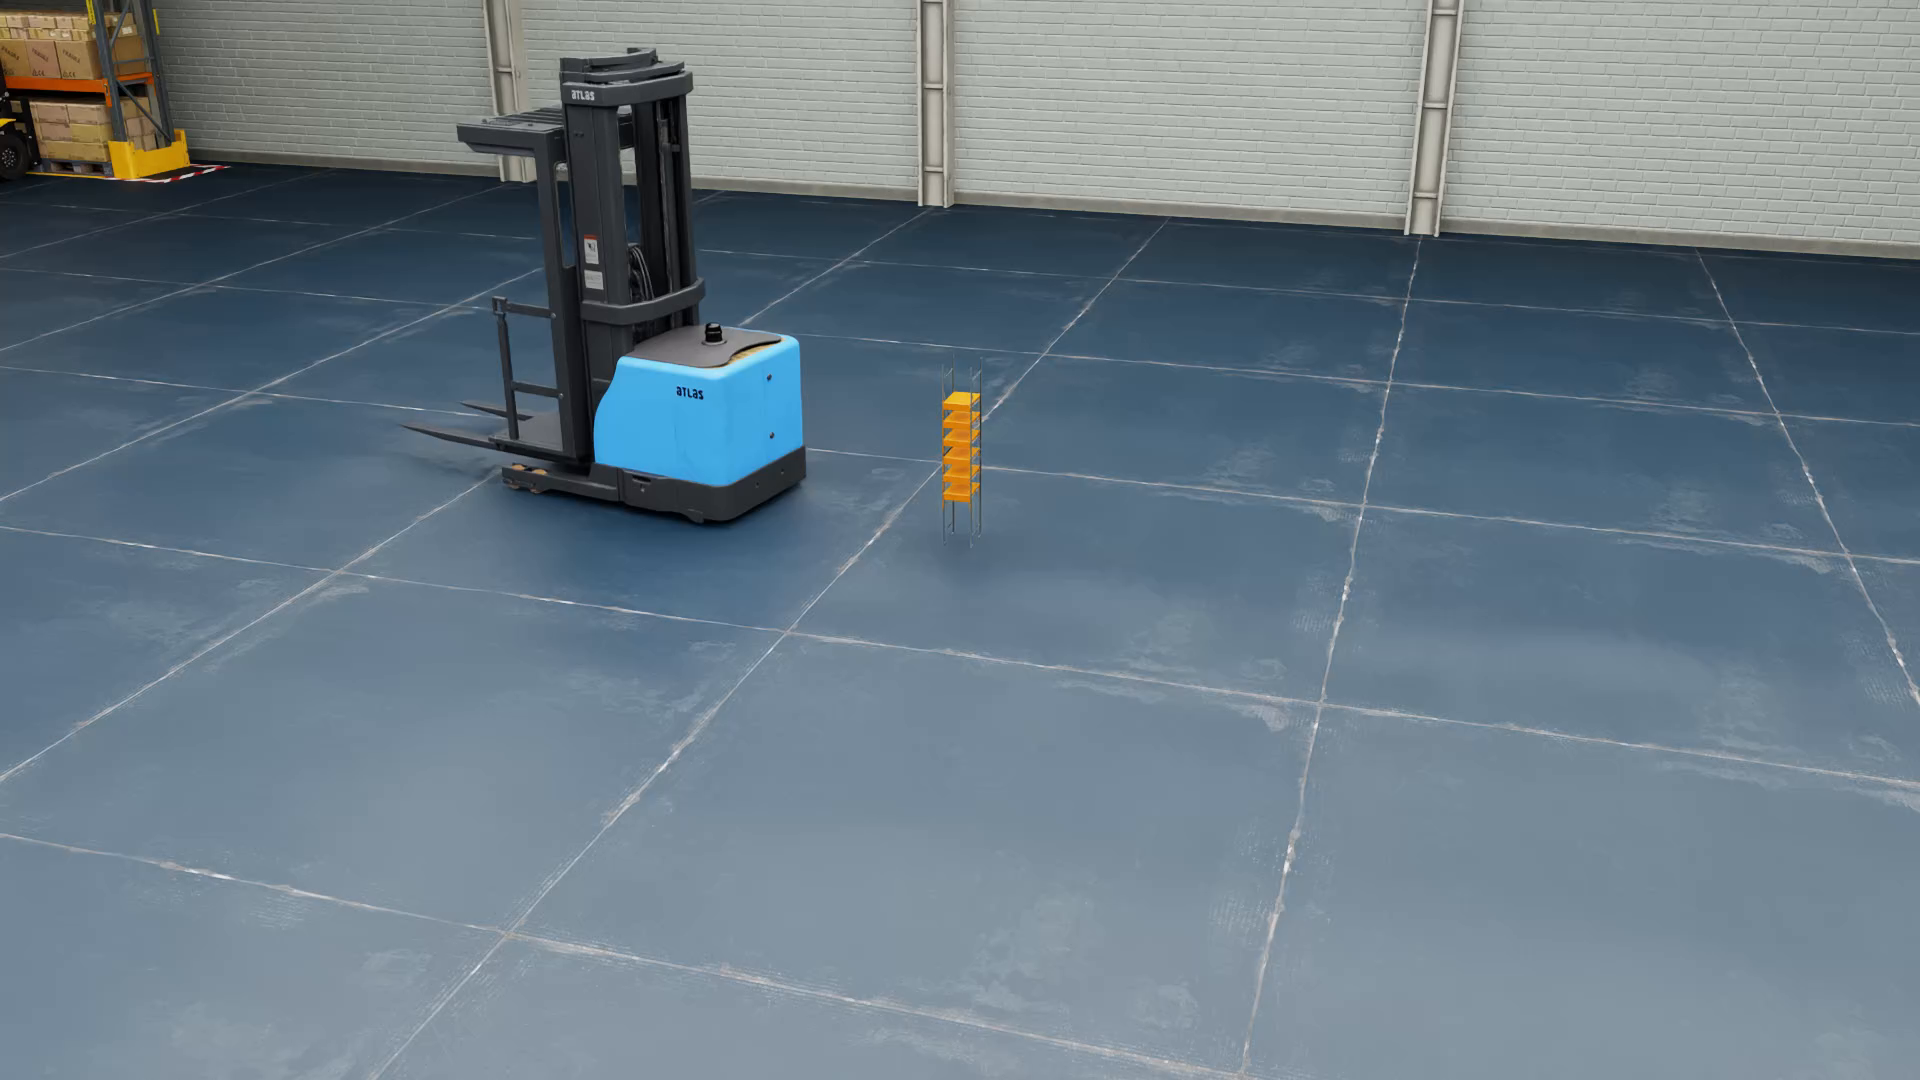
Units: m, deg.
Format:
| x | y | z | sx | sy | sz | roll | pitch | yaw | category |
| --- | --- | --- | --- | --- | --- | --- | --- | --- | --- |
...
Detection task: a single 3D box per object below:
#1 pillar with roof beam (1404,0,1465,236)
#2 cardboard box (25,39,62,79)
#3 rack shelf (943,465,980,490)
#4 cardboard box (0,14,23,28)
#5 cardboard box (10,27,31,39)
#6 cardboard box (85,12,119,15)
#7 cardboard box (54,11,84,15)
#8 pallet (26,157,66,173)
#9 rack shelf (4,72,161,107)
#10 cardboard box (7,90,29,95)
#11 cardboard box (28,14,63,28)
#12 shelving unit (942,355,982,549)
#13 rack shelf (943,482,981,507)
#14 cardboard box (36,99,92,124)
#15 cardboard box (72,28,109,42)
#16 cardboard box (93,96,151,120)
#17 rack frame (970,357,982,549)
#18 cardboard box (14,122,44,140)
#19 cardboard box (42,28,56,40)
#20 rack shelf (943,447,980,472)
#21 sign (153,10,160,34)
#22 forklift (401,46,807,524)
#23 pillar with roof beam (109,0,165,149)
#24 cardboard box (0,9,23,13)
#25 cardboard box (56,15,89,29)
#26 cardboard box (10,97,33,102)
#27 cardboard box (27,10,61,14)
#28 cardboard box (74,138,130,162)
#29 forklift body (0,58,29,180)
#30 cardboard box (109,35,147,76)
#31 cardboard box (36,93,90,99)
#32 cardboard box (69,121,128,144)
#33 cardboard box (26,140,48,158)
| x | y | z | sx | sy | sz | roll | pitch | yaw | category |
| --- | --- | --- | --- | --- | --- | --- | --- | --- | --- |
| 4.199 | -6.219 | 14.075 | 0.400 | 9.000 | 9.100 | 7 | 23 | 16 | pillar with roof beam |
| -12.425 | -6.642 | 22.879 | 0.500 | 0.500 | 0.500 | 7 | 23 | 17 | cardboard box |
| 0.014 | -0.401 | 10.601 | 0.180 | 0.103 | 0.258 | 7 | 23 | 16 | rack shelf |
| -13.038 | -7.128 | 22.815 | 0.250 | 0.149 | 0.380 | 7 | 23 | 17 | cardboard box |
| -12.784 | -6.971 | 22.826 | 0.250 | 0.149 | 0.380 | 6 | 23 | 14 | cardboard box |
| -11.880 | -7.228 | 23.059 | 0.250 | 0.149 | 0.380 | 7 | 23 | 17 | cardboard box |
| -12.374 | -7.273 | 23.170 | 0.250 | 0.149 | 0.380 | 7 | 23 | 16 | cardboard box |
| -13.292 | -5.490 | 23.877 | 1.213 | 0.211 | 1.003 | 7 | 23 | 15 | pallet |
| -13.298 | -6.464 | 23.523 | 4.000 | 0.370 | 1.077 | 7 | 23 | 16 | rack shelf |
| -13.716 | -6.307 | 23.944 | 0.500 | 0.250 | 0.500 | 7 | 23 | 16 | cardboard box |
| -12.508 | -7.113 | 22.780 | 0.250 | 0.149 | 0.380 | 7 | 23 | 16 | cardboard box |
| 0.014 | -0.554 | 10.538 | 0.189 | 1.200 | 0.258 | 7 | 23 | 16 | shelving unit |
| 0.014 | -0.290 | 10.646 | 0.180 | 0.103 | 0.258 | 7 | 23 | 16 | rack shelf |
| -12.405 | -5.953 | 23.083 | 0.500 | 0.250 | 0.500 | 7 | 23 | 16 | cardboard box |
| -11.796 | -6.860 | 22.555 | 0.250 | 0.149 | 0.380 | 7 | 23 | 16 | cardboard box |
| -11.789 | -6.084 | 23.401 | 0.500 | 0.250 | 0.500 | 6 | 23 | 15 | cardboard box |
| 0.101 | -0.543 | 10.514 | 0.006 | 1.200 | 0.240 | 7 | 23 | 16 | rack frame |
| -12.917 | -5.778 | 23.316 | 0.500 | 0.250 | 0.500 | 6 | 23 | 14 | cardboard box |
| -12.280 | -6.928 | 22.720 | 0.250 | 0.149 | 0.380 | 7 | 23 | 17 | cardboard box |
| 0.014 | -0.512 | 10.555 | 0.180 | 0.103 | 0.258 | 7 | 23 | 16 | rack shelf |
| -11.218 | -7.216 | 23.163 | 0.005 | 0.325 | 0.100 | 7 | 23 | 16 | sign |
| -2.625 | -1.844 | 11.402 | 3.031 | 2.935 | 1.130 | 11 | 25 | 25 | forklift |
| -13.033 | -8.193 | 18.885 | 0.400 | 9.000 | 9.100 | 7 | 23 | 16 | pillar with roof beam |
| -13.370 | -7.383 | 23.439 | 0.250 | 0.149 | 0.380 | 7 | 23 | 17 | cardboard box |
| -12.033 | -7.040 | 22.601 | 0.250 | 0.149 | 0.380 | 7 | 23 | 16 | cardboard box |
| -13.374 | -6.063 | 23.351 | 0.500 | 0.250 | 0.500 | 6 | 23 | 14 | cardboard box |
| -12.856 | -7.357 | 23.376 | 0.250 | 0.149 | 0.380 | 6 | 23 | 14 | cardboard box |
| -11.925 | -5.436 | 23.140 | 0.500 | 0.250 | 0.500 | 7 | 23 | 16 | cardboard box |
| -13.726 | -5.730 | 21.904 | 1.214 | 2.155 | 2.313 | 7 | 23 | 16 | forklift body |
| -11.778 | -6.779 | 23.212 | 0.500 | 0.500 | 0.500 | 7 | 23 | 17 | cardboard box |
| -12.744 | -6.196 | 23.674 | 0.500 | 0.250 | 0.500 | 6 | 23 | 15 | cardboard box |
| -11.940 | -5.671 | 23.053 | 0.500 | 0.250 | 0.500 | 6 | 23 | 15 | cardboard box |
| -12.874 | -5.552 | 23.423 | 0.500 | 0.250 | 0.500 | 7 | 23 | 16 | cardboard box |
